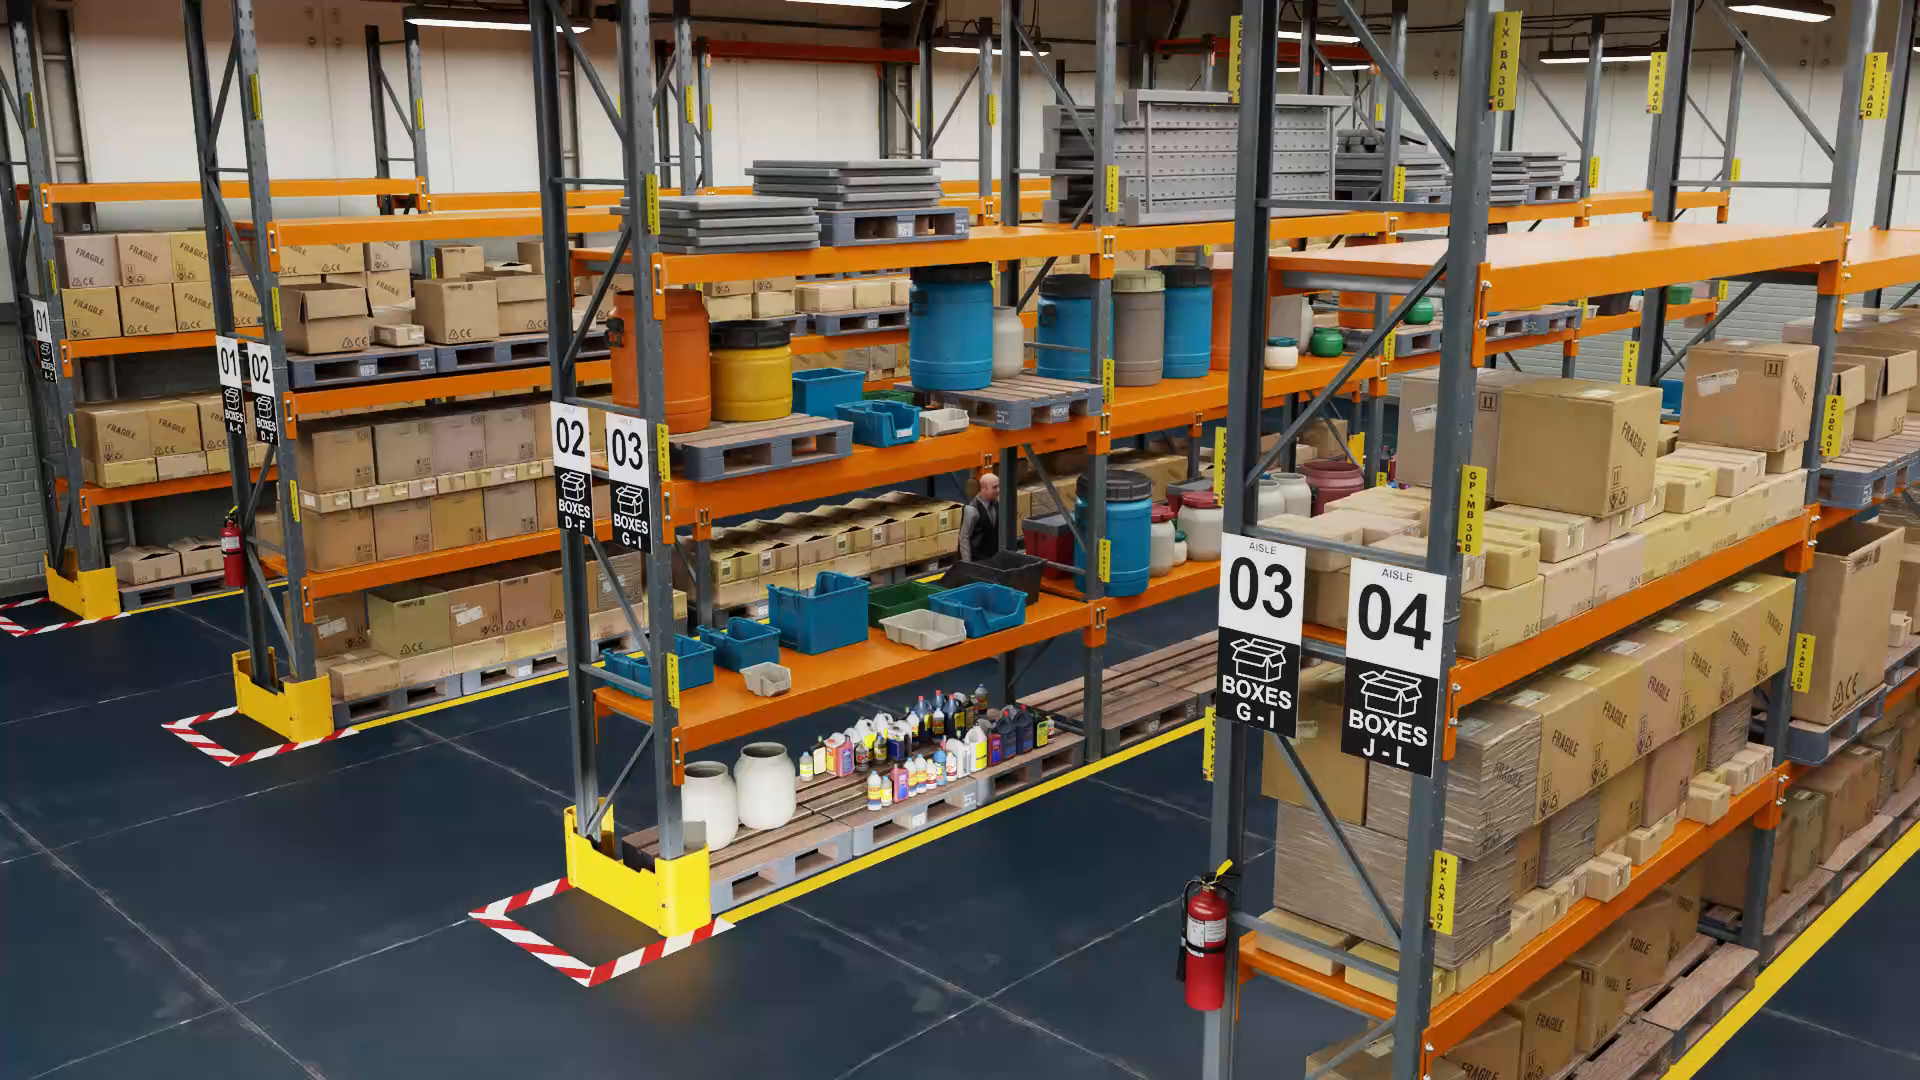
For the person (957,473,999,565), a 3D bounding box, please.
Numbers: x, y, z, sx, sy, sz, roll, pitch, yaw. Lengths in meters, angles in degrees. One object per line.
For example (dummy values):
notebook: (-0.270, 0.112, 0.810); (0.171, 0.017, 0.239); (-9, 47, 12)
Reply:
person: (0.207, 0.209, 15.678); (0.416, 1.722, 0.590); (12, 18, 40)
